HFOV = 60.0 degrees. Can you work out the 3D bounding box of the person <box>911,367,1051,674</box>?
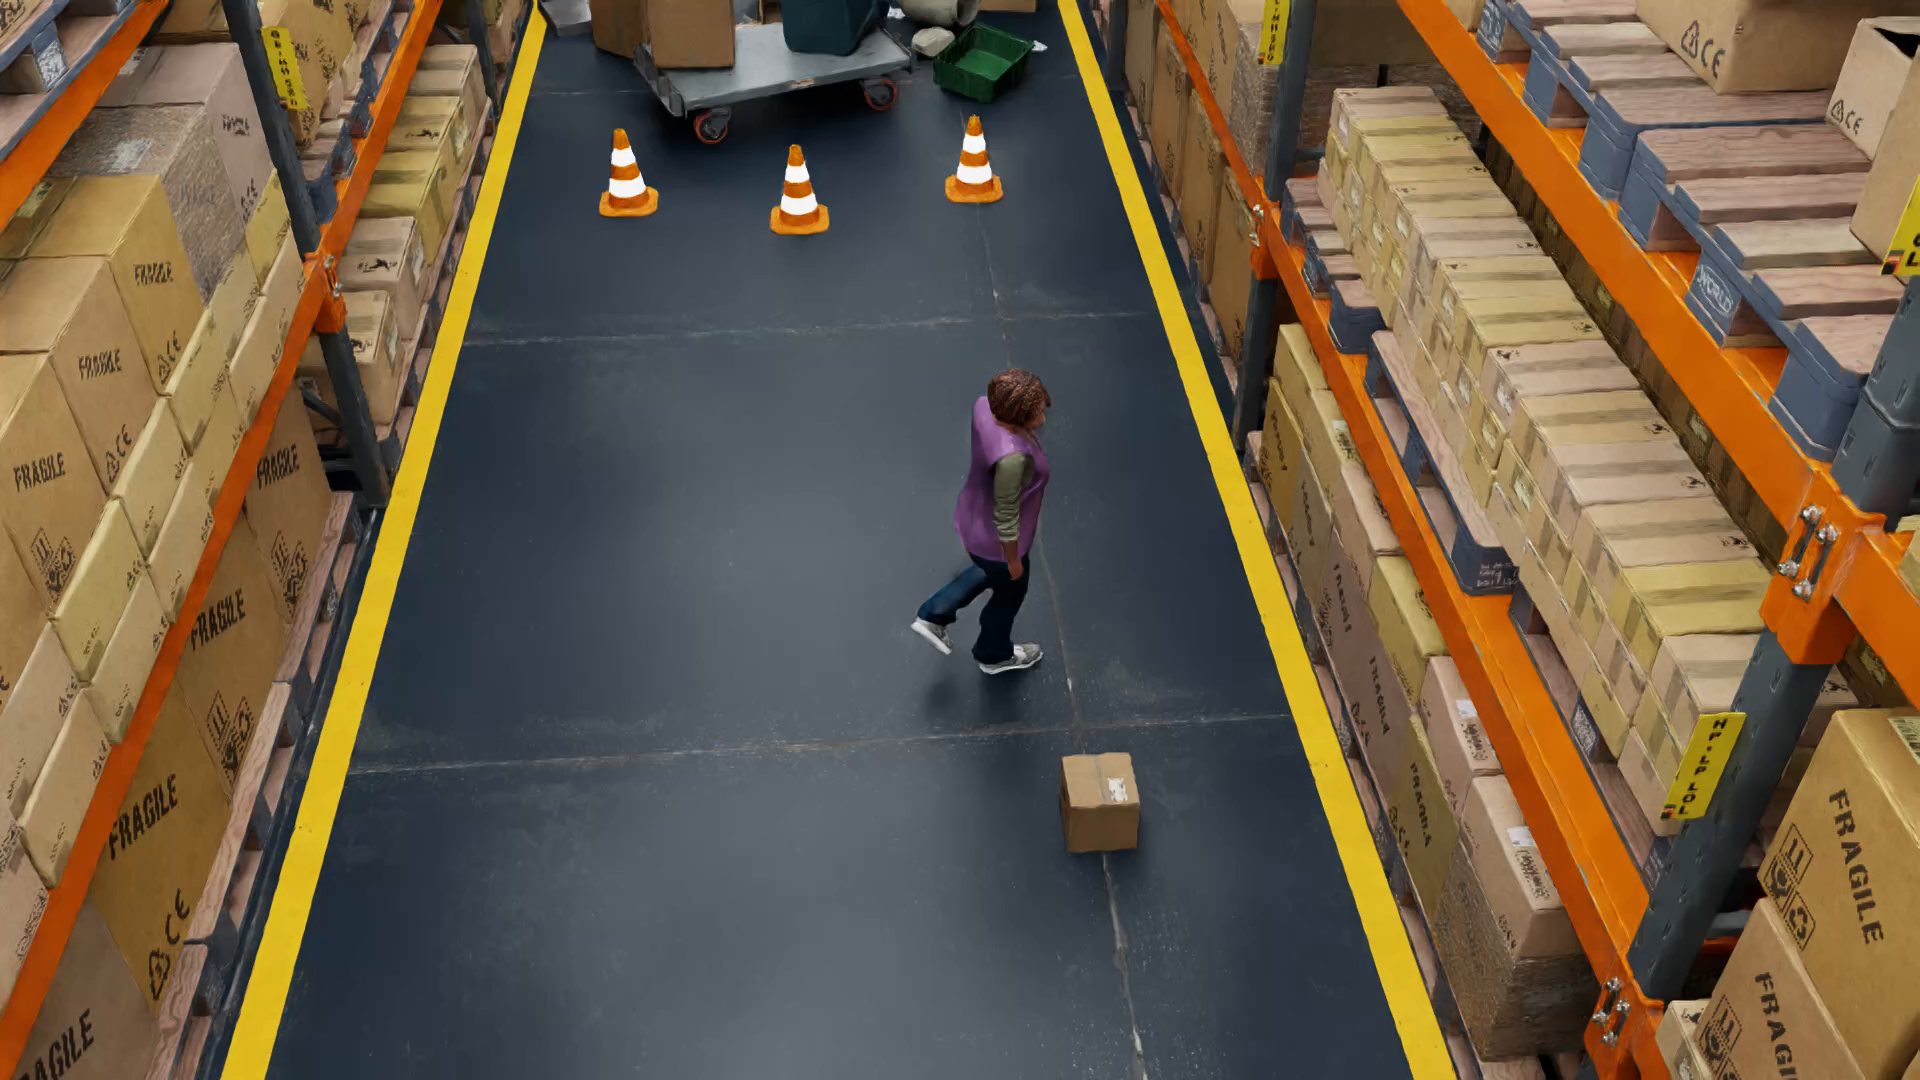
[{"bbox_3d":[0.100,-0.021,6.200,0.545,1.571,0.463,-9,41,-11],"label":"person"}]
